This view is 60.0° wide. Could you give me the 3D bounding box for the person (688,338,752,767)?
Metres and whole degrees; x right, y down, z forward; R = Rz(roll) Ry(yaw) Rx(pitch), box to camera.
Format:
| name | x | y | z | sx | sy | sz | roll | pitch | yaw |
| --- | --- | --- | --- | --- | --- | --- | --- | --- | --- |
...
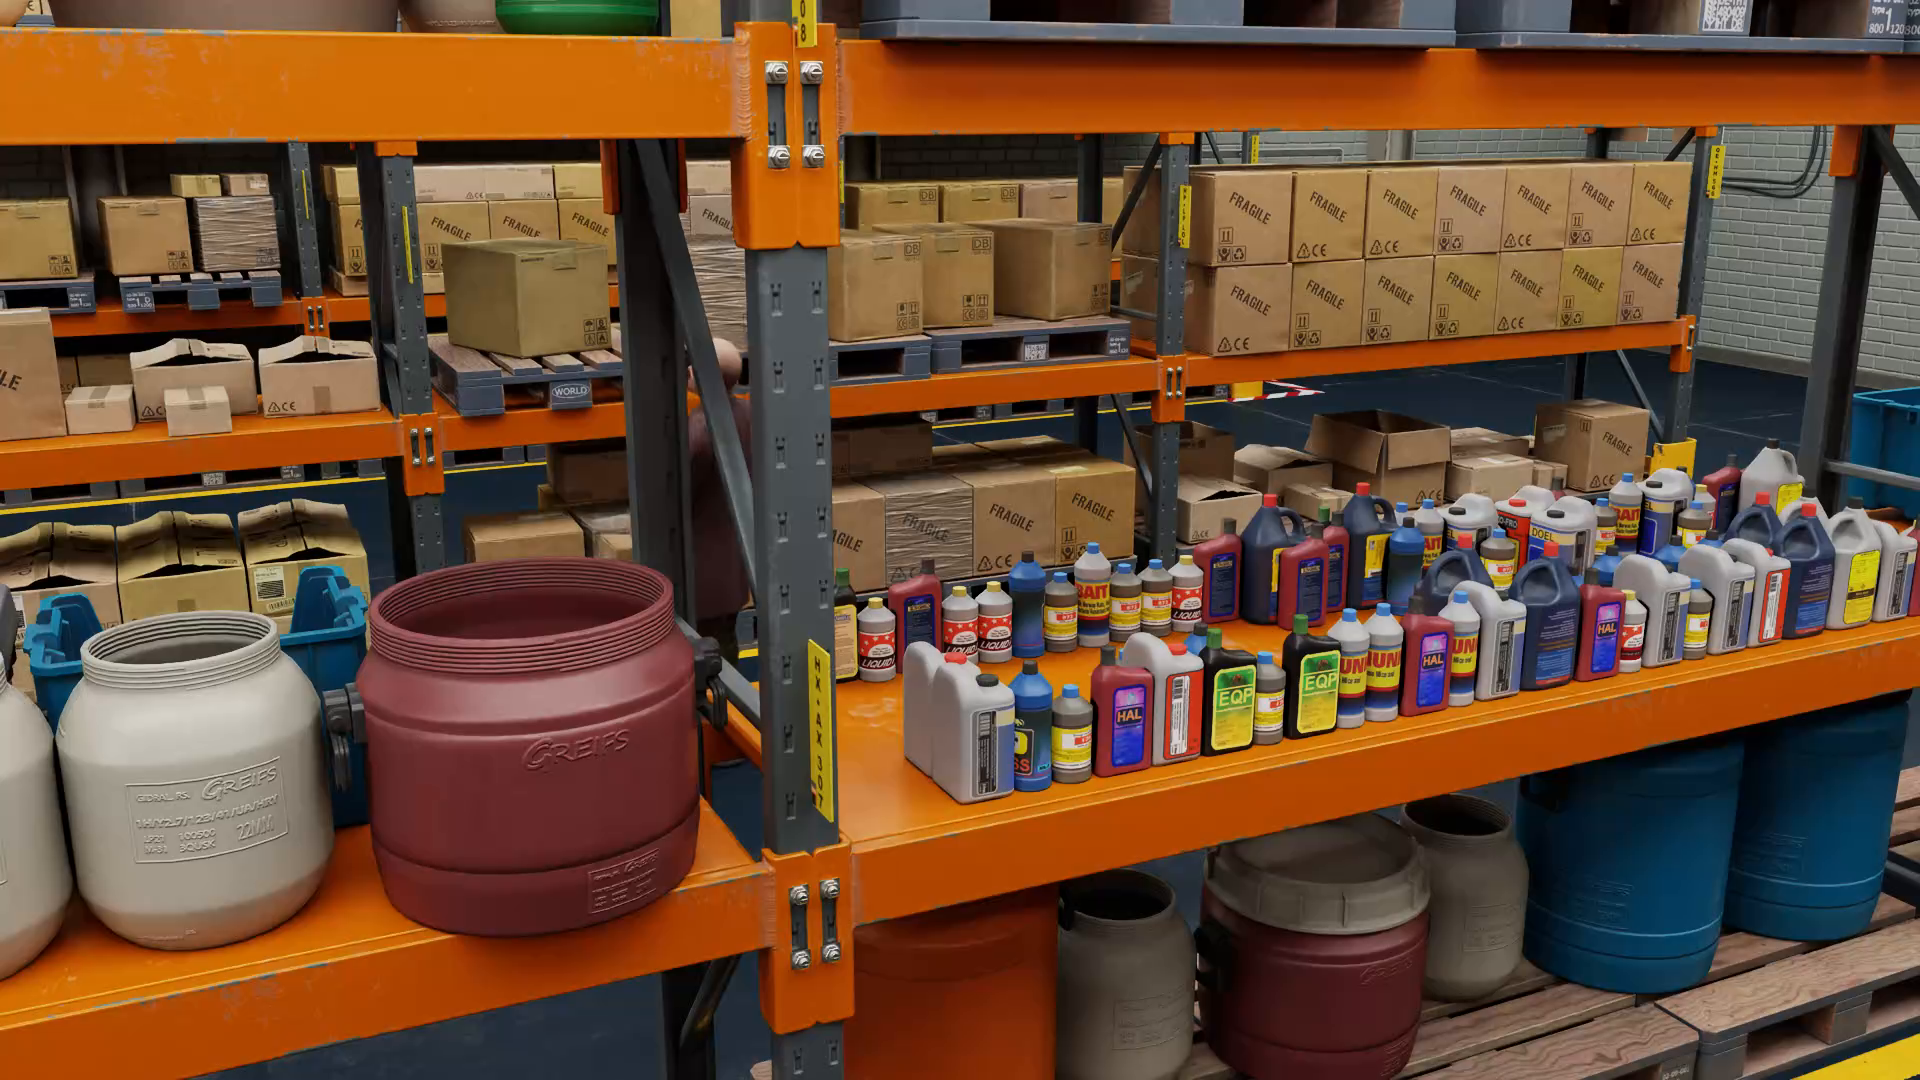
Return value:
| name | x | y | z | sx | sy | sz | roll | pitch | yaw |
| --- | --- | --- | --- | --- | --- | --- | --- | --- | --- |
| person | -1.111 | 0.055 | 6.808 | 0.564 | 1.780 | 0.576 | 5 | 16 | 19 |
